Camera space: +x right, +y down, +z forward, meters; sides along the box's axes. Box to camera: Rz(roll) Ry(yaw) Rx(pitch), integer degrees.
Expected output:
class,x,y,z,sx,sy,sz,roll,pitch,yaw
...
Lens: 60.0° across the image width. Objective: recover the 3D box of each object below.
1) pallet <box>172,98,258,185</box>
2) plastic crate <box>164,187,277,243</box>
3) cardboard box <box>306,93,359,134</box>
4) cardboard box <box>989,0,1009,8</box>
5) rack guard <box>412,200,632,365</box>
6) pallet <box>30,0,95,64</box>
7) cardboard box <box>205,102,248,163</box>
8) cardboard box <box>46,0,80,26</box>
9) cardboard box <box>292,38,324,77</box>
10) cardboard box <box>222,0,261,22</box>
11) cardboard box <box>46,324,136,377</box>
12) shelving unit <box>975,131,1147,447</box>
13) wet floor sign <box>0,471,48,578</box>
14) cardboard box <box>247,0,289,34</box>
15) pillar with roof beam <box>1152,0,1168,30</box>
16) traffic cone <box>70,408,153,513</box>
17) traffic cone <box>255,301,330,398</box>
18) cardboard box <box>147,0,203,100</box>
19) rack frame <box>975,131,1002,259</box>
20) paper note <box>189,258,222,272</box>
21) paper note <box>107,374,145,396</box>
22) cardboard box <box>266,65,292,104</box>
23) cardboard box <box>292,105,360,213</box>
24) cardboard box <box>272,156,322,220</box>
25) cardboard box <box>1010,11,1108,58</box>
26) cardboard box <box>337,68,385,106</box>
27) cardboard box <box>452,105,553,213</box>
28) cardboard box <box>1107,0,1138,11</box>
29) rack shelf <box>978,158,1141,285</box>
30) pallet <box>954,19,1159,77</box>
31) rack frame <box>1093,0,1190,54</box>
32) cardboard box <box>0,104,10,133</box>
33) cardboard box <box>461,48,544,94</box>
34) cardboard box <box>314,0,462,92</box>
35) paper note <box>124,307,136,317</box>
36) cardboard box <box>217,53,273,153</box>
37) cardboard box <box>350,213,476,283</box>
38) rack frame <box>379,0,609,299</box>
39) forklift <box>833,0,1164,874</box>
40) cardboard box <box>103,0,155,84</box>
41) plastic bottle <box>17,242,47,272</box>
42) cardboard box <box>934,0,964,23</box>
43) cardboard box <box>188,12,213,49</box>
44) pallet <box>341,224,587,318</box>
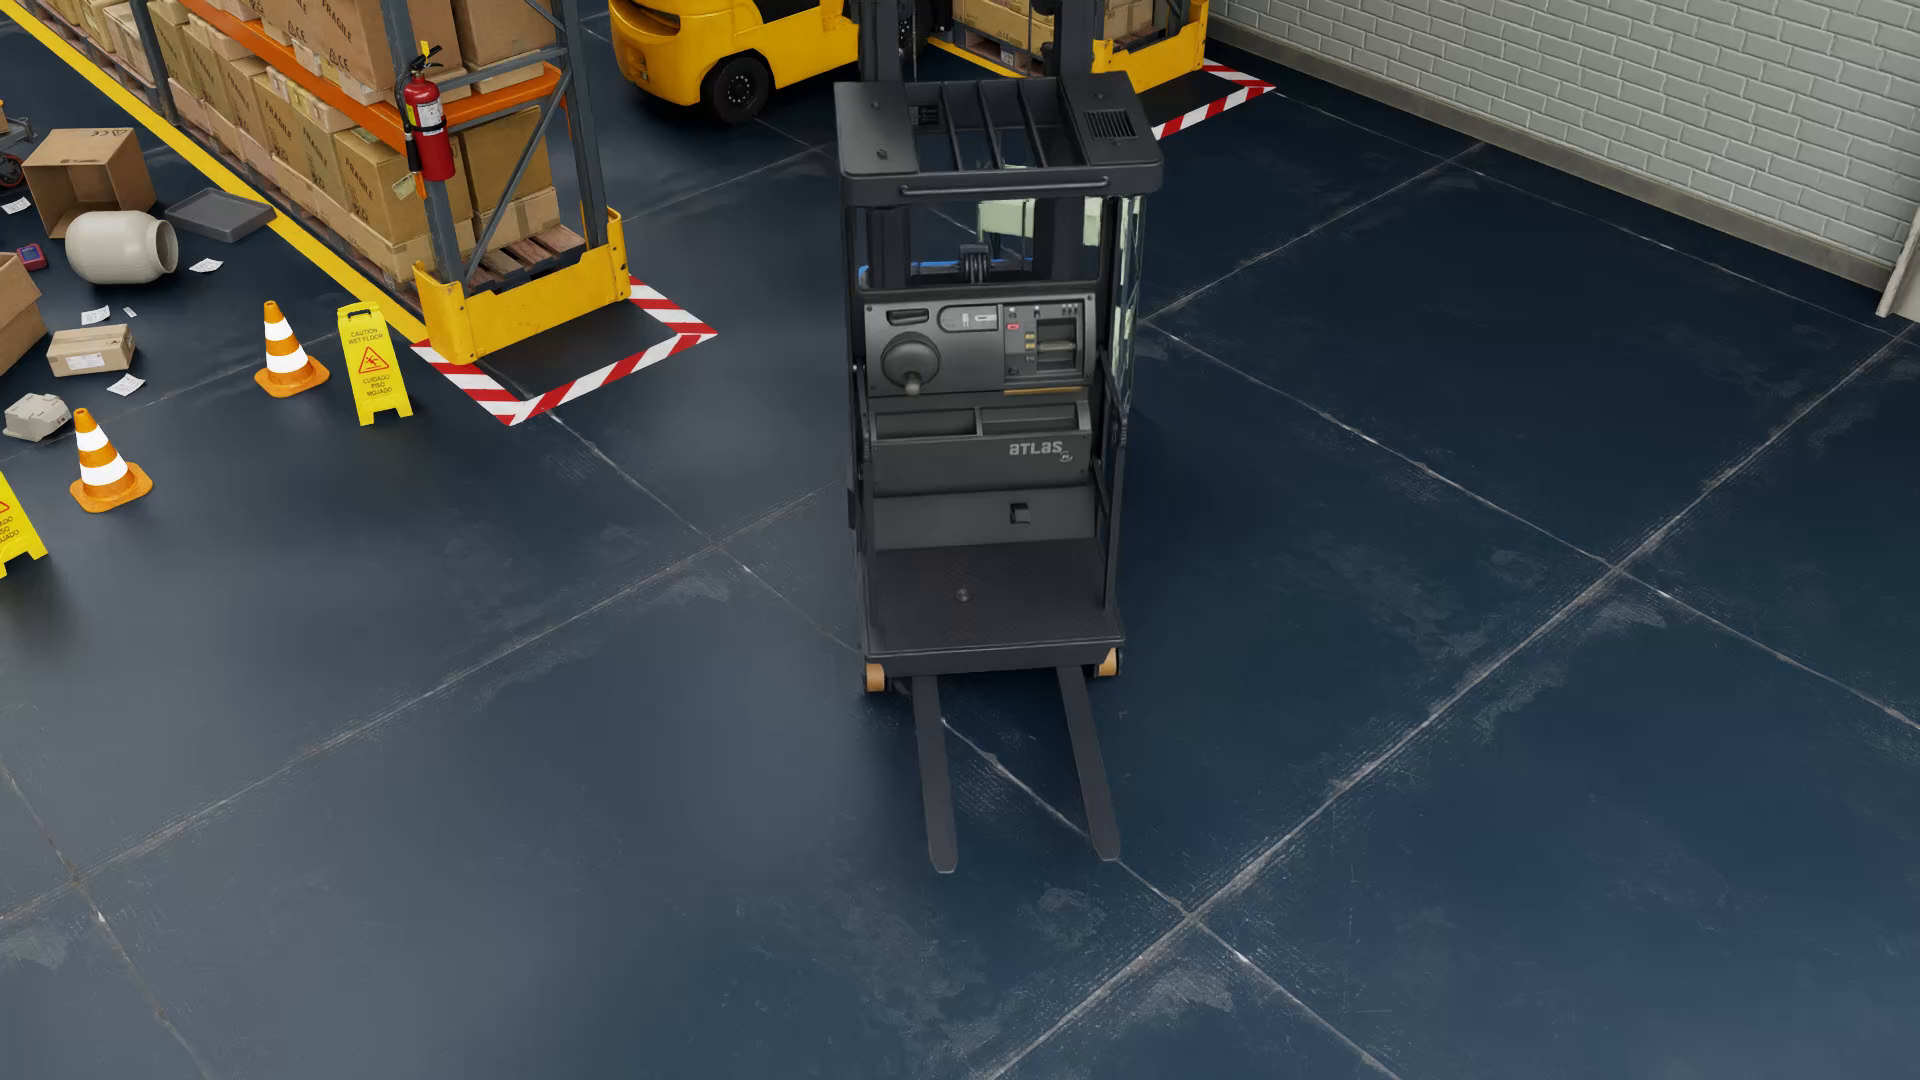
class,x,y,z,sx,sy,sz,roll,pitch,yaw
pallet,-4.618,-2.874,11.348,1.003,0.211,1.213,-30,48,-32
plastic crate,-4.641,-2.043,10.424,0.583,0.080,0.402,18,42,21
cardboard box,-3.425,-2.442,9.335,0.380,0.149,0.250,-29,47,-31
cardboard box,0.370,-4.131,12.142,0.500,0.250,0.500,-30,48,-32
rack guard,-2.445,-1.466,9.375,1.175,0.500,0.348,-30,48,-32
pallet,-6.456,-4.094,12.859,1.003,0.211,1.213,-30,48,-32
cardboard box,-4.529,-2.718,10.790,0.500,0.250,0.500,-27,46,-30
cardboard box,-6.415,-4.289,12.639,0.950,0.372,0.625,-28,47,-30
cardboard box,-3.411,-2.692,9.103,0.380,0.149,0.250,-29,47,-31
cardboard box,-4.073,-3.174,9.700,0.380,0.149,0.250,-30,48,-32
cardboard box,-4.767,-1.042,9.130,0.380,0.149,0.250,-8,40,-10
shelving unit,0.490,-1.245,8.306,0.755,1.500,0.431,10,40,12
wet floor sign,-4.493,-0.165,7.649,0.232,0.644,0.267,26,45,28
cardboard box,-3.634,-3.159,9.165,0.500,0.500,0.500,-30,48,-32
pillar with roof beam,-1.718,-5.724,7.883,9.100,9.000,0.400,-30,48,-32
traffic cone,-4.222,-0.438,8.132,0.336,0.463,0.334,-30,48,-32
traffic cone,-3.634,-1.067,8.911,0.336,0.463,0.334,-30,48,-32
cardboard box,-4.898,-3.252,10.854,0.500,0.500,0.500,-28,46,-30
rack frame,0.138,-1.309,8.385,0.023,1.500,0.400,10,40,12
paper note,-4.521,-1.650,9.977,0.148,0.019,0.142,18,42,21
paper note,-4.499,-0.840,8.973,0.142,0.019,0.148,18,42,21
cardboard box,-3.770,-2.683,9.633,0.380,0.149,0.250,-28,47,-30
cardboard box,-3.483,-2.289,9.662,0.500,0.500,0.500,-28,47,-30
cardboard box,-3.841,-2.240,10.198,0.500,0.250,0.500,-32,49,-33
cardboard box,0.710,-3.691,11.995,0.500,0.250,0.500,-30,47,-31
cardboard box,-3.057,-2.458,8.813,0.380,0.149,0.250,-31,48,-32
cardboard box,-2.752,-2.290,9.663,0.500,0.500,0.500,-32,49,-33
cardboard box,1.095,-4.108,12.113,0.500,0.250,0.500,-29,47,-31
rack shelf,0.490,-1.549,8.061,0.720,0.370,0.431,10,40,12
pallet,0.712,-3.766,12.452,1.003,0.211,1.213,-30,48,-32
rack frame,1.260,-4.514,11.160,1.000,3.000,0.127,-30,48,-32
cardboard box,-6.389,-2.806,10.432,0.500,0.500,0.500,-30,48,-32
cardboard box,-2.471,-2.551,8.929,0.380,0.149,0.250,-30,48,-32
cardboard box,-2.963,-2.692,8.587,0.500,0.500,0.500,-31,48,-32
paper note,-4.781,-1.313,9.576,0.032,0.001,0.123,-30,48,-32
cardboard box,-4.178,-2.769,10.256,0.500,0.500,0.500,-27,46,-30
cardboard box,-3.154,-1.768,9.613,0.500,0.250,0.500,-30,48,-32
rack frame,-2.393,-2.403,8.546,1.000,3.000,0.127,-30,48,-32
forklift,0.105,-0.713,6.508,1.130,2.935,3.031,-3,39,-4
cardboard box,-5.455,-3.637,11.831,0.950,0.372,0.625,-29,47,-31
plastic bottle,-5.607,-1.717,10.035,0.133,0.061,0.283,-22,44,-25
cardboard box,0.049,-4.161,12.576,0.500,0.250,0.500,-29,47,-31
cardboard box,-4.509,-3.184,10.254,0.380,0.149,0.250,-28,47,-30
pallet,-2.968,-1.745,9.950,1.003,0.211,1.213,-30,48,-32
